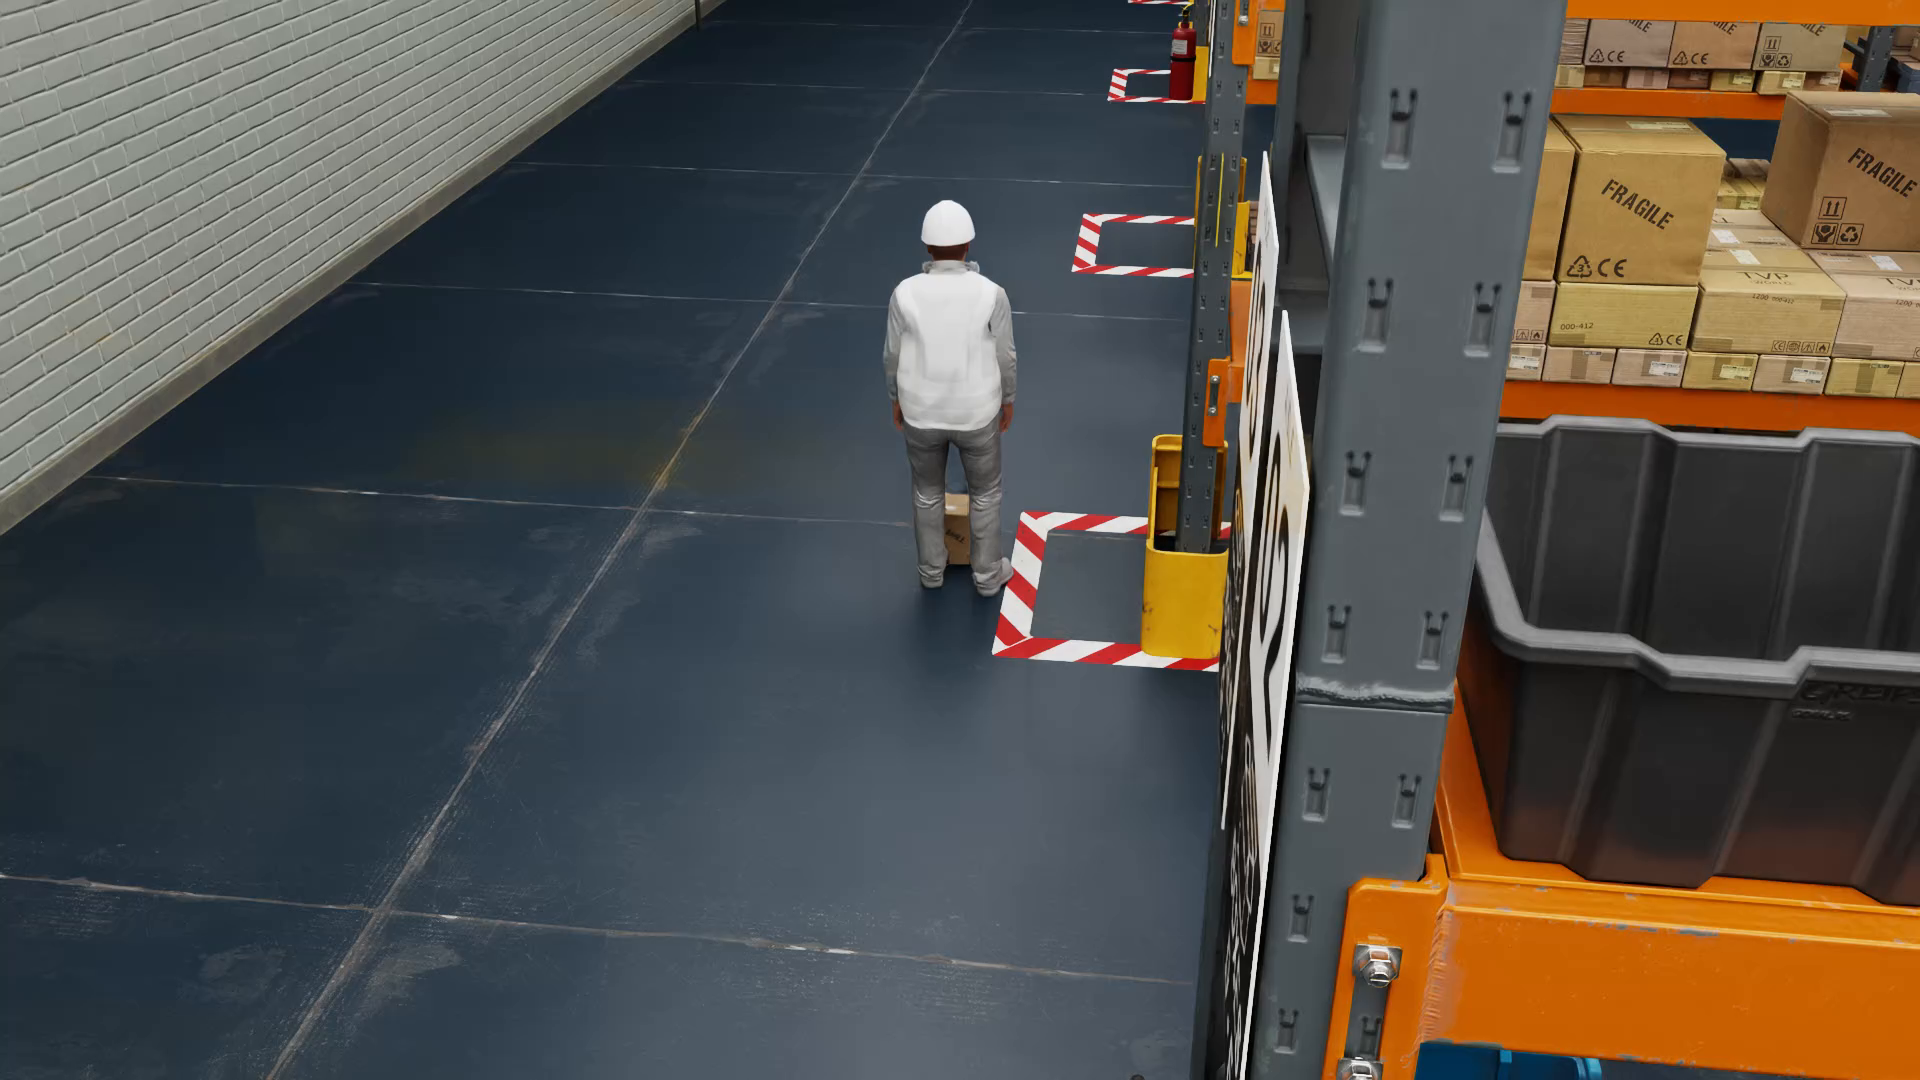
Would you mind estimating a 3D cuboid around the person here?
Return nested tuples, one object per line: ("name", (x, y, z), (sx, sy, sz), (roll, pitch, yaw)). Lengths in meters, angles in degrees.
("person", (-0.039, -0.582, 7.179), (0.569, 1.772, 0.474), (2, 28, 5))
